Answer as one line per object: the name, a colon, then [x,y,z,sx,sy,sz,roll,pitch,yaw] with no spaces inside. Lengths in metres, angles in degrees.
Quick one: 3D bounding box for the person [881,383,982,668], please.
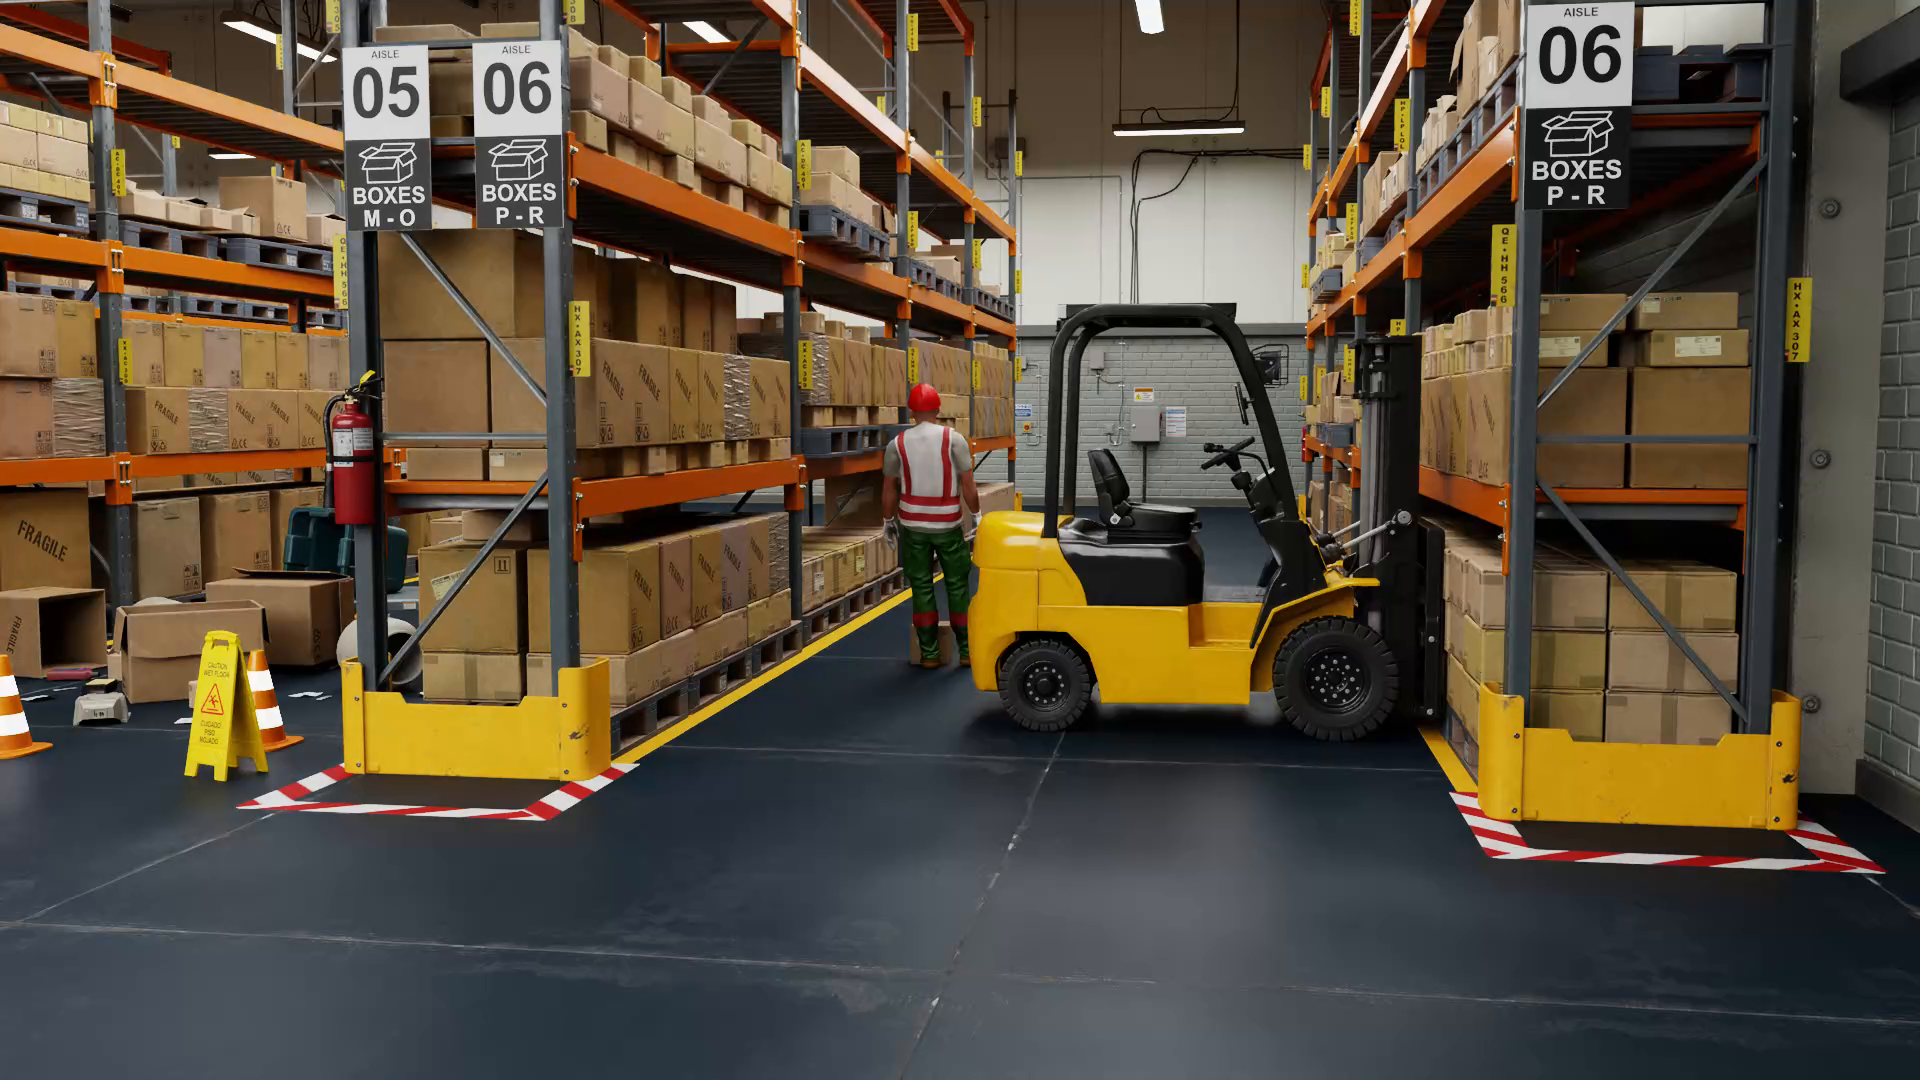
person: [-0.163,-0.095,10.531,0.638,1.790,0.561,1,4,7]
